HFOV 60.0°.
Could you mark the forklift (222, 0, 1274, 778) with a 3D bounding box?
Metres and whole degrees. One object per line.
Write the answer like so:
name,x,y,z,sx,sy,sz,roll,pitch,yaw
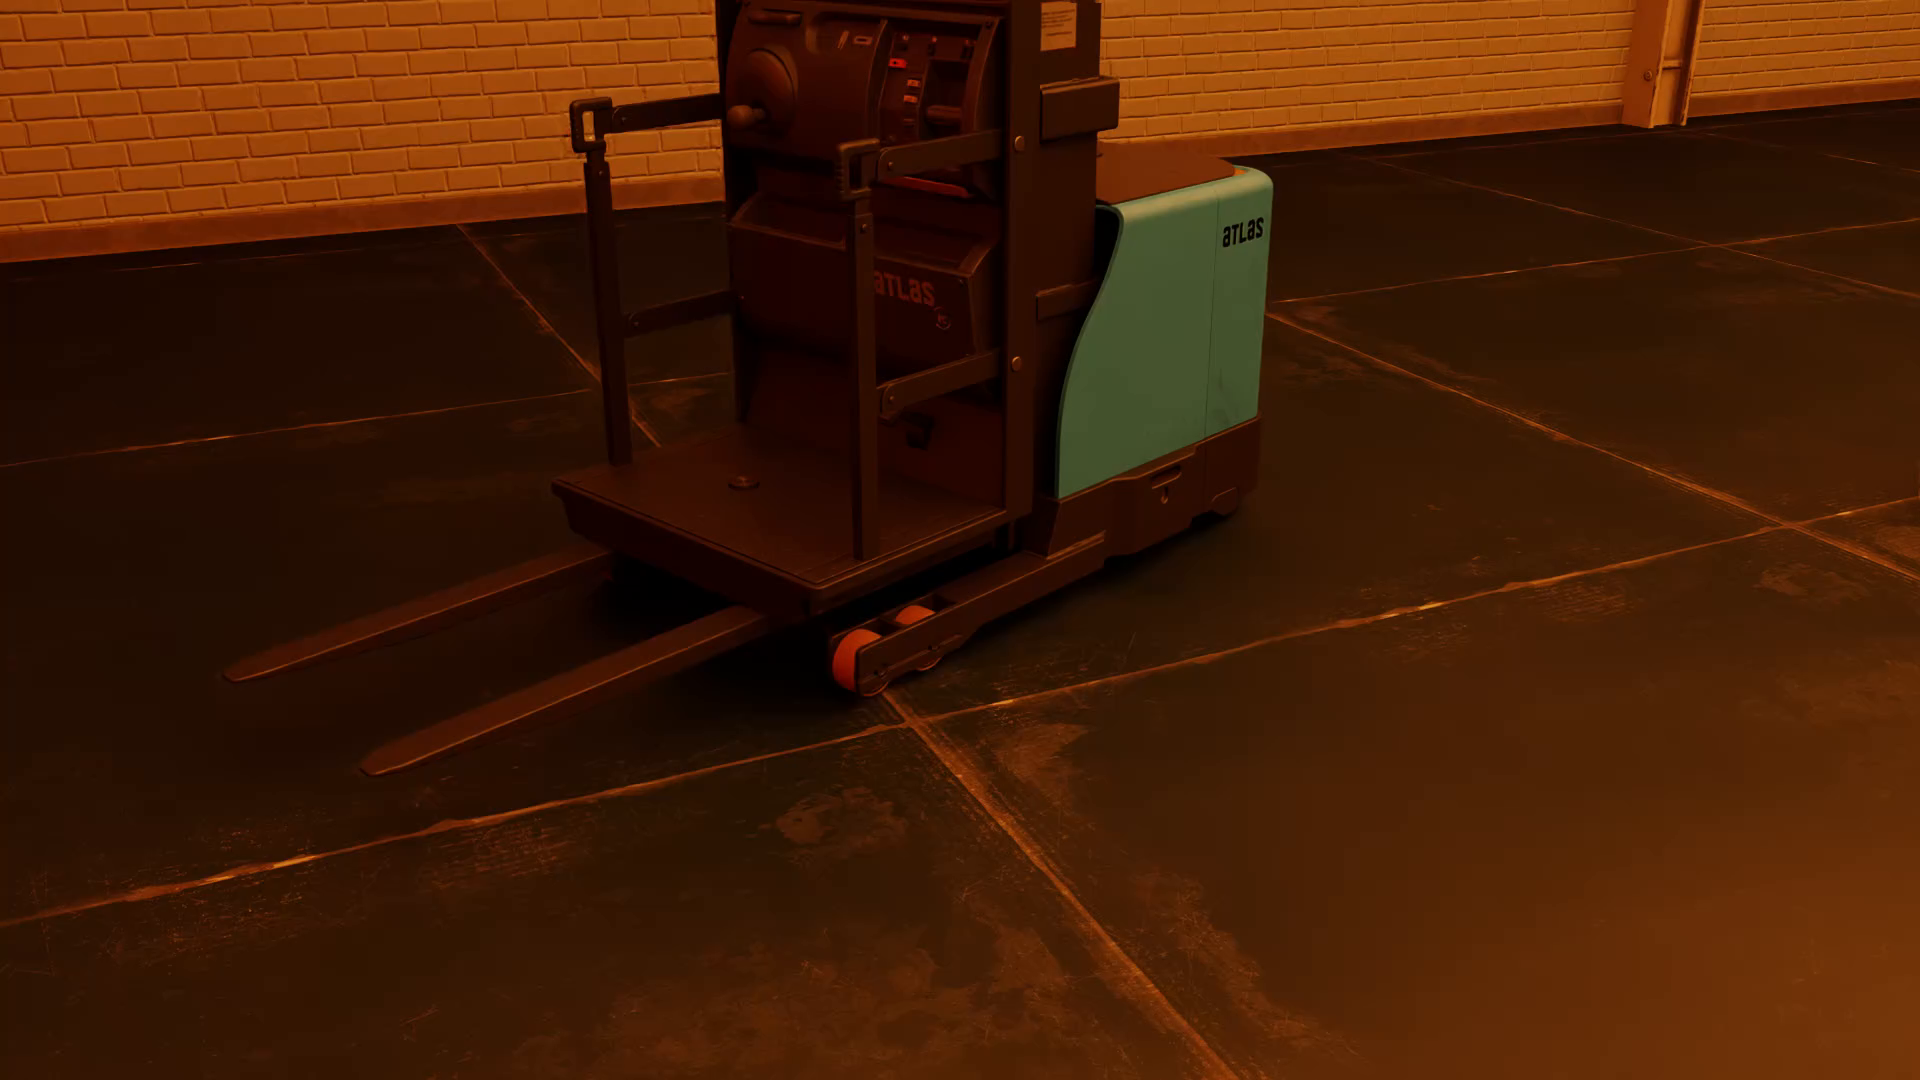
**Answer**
forklift,-0.413,-1.182,4.131,1.130,2.935,3.031,19,29,39
